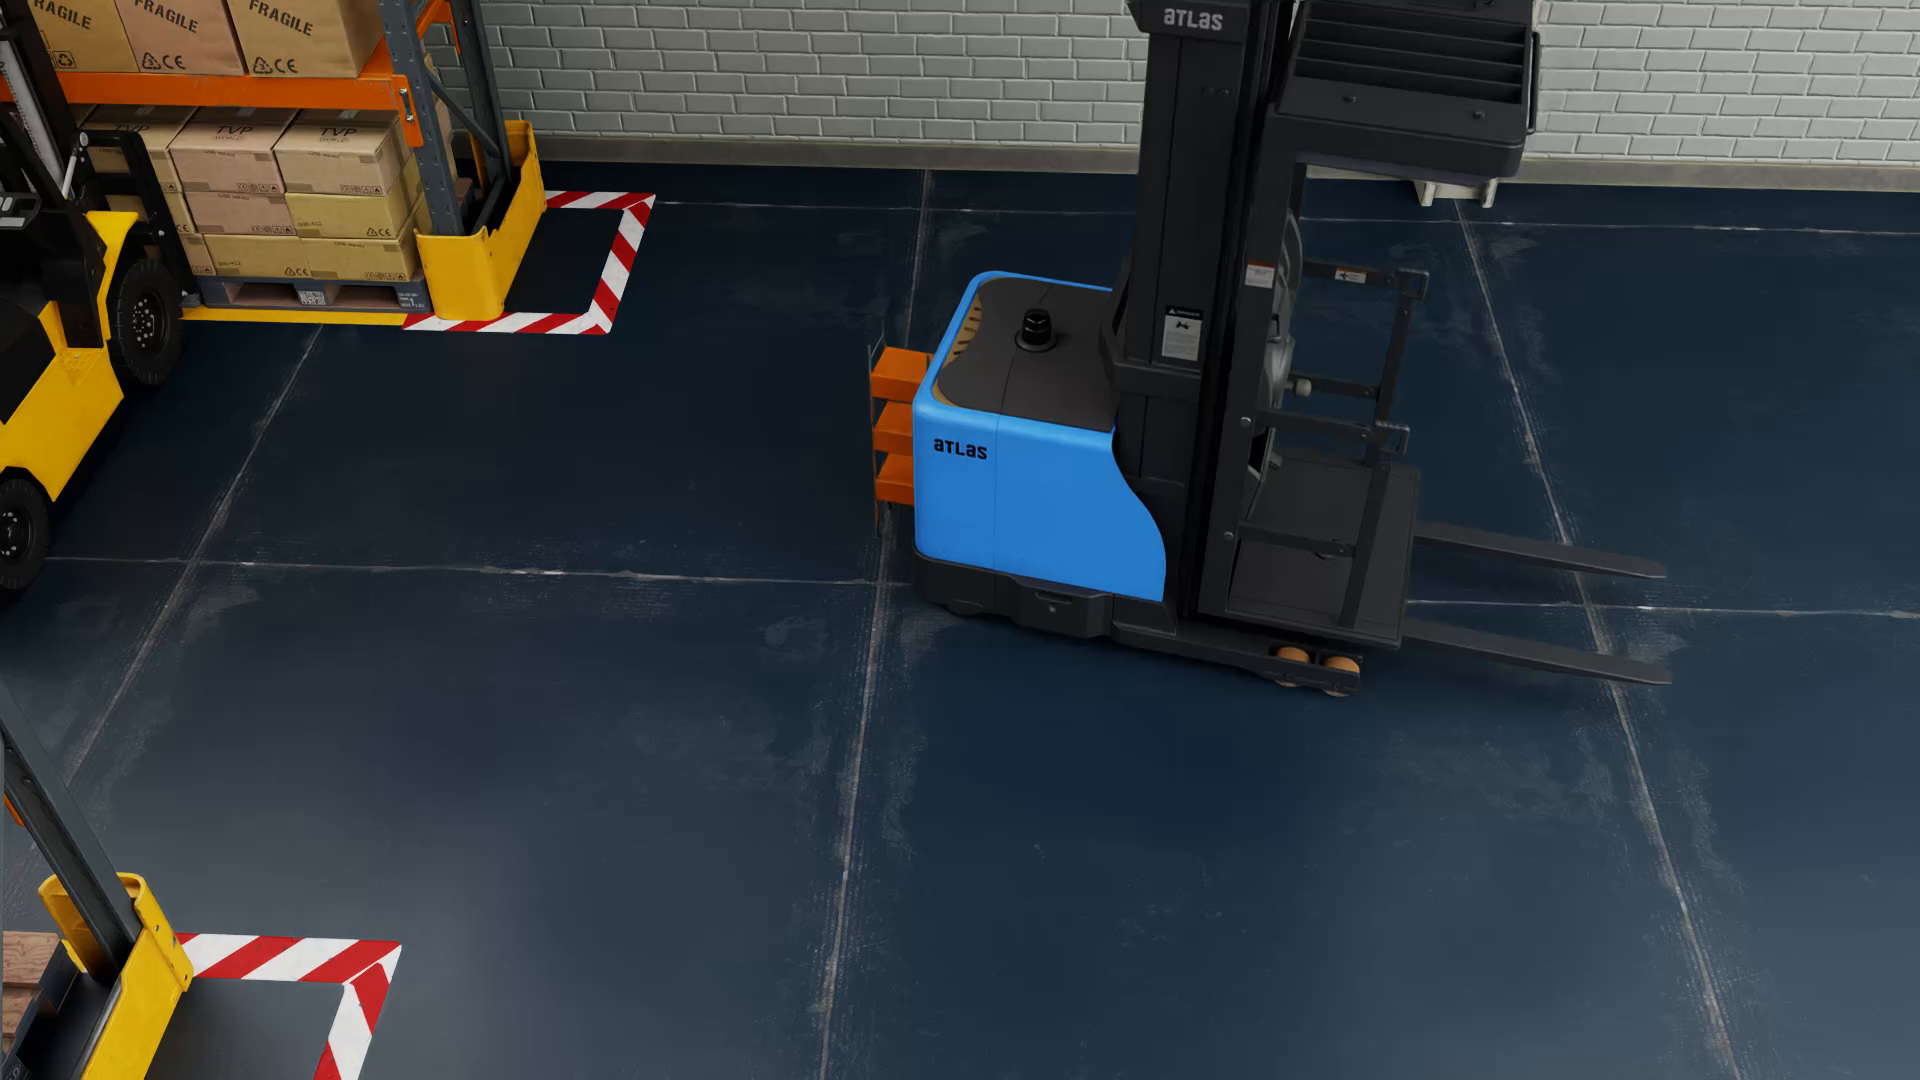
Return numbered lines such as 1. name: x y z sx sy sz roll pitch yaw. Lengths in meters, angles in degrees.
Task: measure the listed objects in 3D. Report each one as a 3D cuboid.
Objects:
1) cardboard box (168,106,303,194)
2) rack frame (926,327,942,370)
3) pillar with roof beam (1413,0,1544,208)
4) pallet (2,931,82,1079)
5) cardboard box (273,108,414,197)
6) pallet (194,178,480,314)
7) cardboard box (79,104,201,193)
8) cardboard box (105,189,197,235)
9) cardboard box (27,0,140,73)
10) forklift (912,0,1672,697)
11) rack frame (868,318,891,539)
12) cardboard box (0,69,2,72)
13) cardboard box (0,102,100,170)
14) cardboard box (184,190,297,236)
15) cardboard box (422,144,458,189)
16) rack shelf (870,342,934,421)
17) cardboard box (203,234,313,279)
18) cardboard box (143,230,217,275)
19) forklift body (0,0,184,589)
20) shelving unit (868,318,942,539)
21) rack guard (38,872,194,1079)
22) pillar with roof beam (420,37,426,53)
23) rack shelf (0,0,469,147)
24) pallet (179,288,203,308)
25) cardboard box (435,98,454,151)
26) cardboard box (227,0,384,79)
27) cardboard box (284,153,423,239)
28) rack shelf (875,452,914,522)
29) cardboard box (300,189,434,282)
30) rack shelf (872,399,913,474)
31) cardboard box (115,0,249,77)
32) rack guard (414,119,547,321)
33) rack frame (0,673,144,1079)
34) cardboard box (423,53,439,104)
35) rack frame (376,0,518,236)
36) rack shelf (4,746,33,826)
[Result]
1. cardboard box: -3.525 -1.951 8.205 0.500 0.250 0.500 2 43 3
2. rack frame: -0.103 -0.409 7.004 0.008 1.050 0.200 11 44 11
3. pillar with roof beam: 2.604 -2.339 3.245 0.400 9.000 9.100 2 43 2
4. pallet: -3.646 1.724 5.329 1.213 0.211 1.003 2 43 2
5. cardboard box: -3.015 -1.940 8.193 0.500 0.250 0.500 3 43 3
6. pallet: -3.307 -1.599 8.897 1.213 0.211 1.003 2 43 2
7. cardboard box: -4.030 -1.960 8.215 0.500 0.250 0.500 2 43 2
8. cardboard box: -4.058 -1.781 8.389 0.500 0.250 0.500 1 43 1
9. cardboard box: -4.074 -2.535 7.783 0.500 0.500 0.500 1 43 1
10. forklift: 1.376 -0.850 6.098 3.031 2.935 1.130 11 44 11
11. rack frame: -0.338 -0.454 7.052 0.008 1.050 0.200 11 44 11
12. cardboard box: -4.577 -2.543 7.791 0.500 0.500 0.500 2 43 2
13. cardboard box: -4.535 -1.981 8.237 0.500 0.250 0.500 1 43 1
14. cardboard box: -3.542 -1.780 8.388 0.500 0.250 0.500 1 43 1
15. cardboard box: -3.023 -1.920 8.905 0.500 0.250 0.500 2 43 2
16. rack shelf: -0.221 -0.631 6.842 0.240 0.259 0.215 11 44 11
17. cardboard box: -3.521 -1.593 8.554 0.500 0.250 0.500 2 43 2
18. cardboard box: -4.020 -1.615 8.577 0.500 0.250 0.500 2 43 2
19. forklift body: -4.517 -1.130 6.970 1.214 2.155 2.313 2 43 2
20. shelving unit: -0.221 -0.431 7.028 0.252 1.050 0.215 11 44 11
21. rack guard: -2.836 1.668 5.178 0.348 0.500 1.175 2 43 2
22. pillar with roof beam: -3.390 -2.523 3.442 0.400 9.000 9.100 2 43 2
23. rack shelf: -4.539 -2.423 8.263 4.000 0.370 1.077 2 43 2
24. pallet: -4.522 -1.639 8.939 1.213 0.211 1.003 2 43 2
25. cardboard box: -3.001 -2.111 8.743 0.500 0.250 0.500 2 43 3
26. cardboard box: -3.044 -2.497 7.742 0.500 0.500 0.500 1 43 1
27. cardboard box: -3.041 -1.757 8.363 0.500 0.250 0.500 1 43 1
28. rack shelf: -0.221 -0.220 7.225 0.240 0.259 0.215 11 44 11
29. cardboard box: -3.024 -1.571 8.531 0.500 0.250 0.500 2 43 2
30. rack shelf: -0.221 -0.424 7.035 0.240 0.259 0.215 11 44 11
31. cardboard box: -3.562 -2.520 7.766 0.500 0.500 0.500 3 43 3
32. rack guard: -2.517 -1.709 8.803 0.348 0.500 1.175 2 43 2
33. rack frame: -2.761 0.755 4.324 0.127 3.000 1.000 2 43 2
34. cardboard box: -3.012 -2.282 8.560 0.500 0.250 0.500 1 43 1
35. rack frame: -2.541 -2.625 7.952 0.127 3.000 1.000 2 43 2
36. rack shelf: -4.758 0.957 4.635 4.000 0.370 1.077 2 43 2
